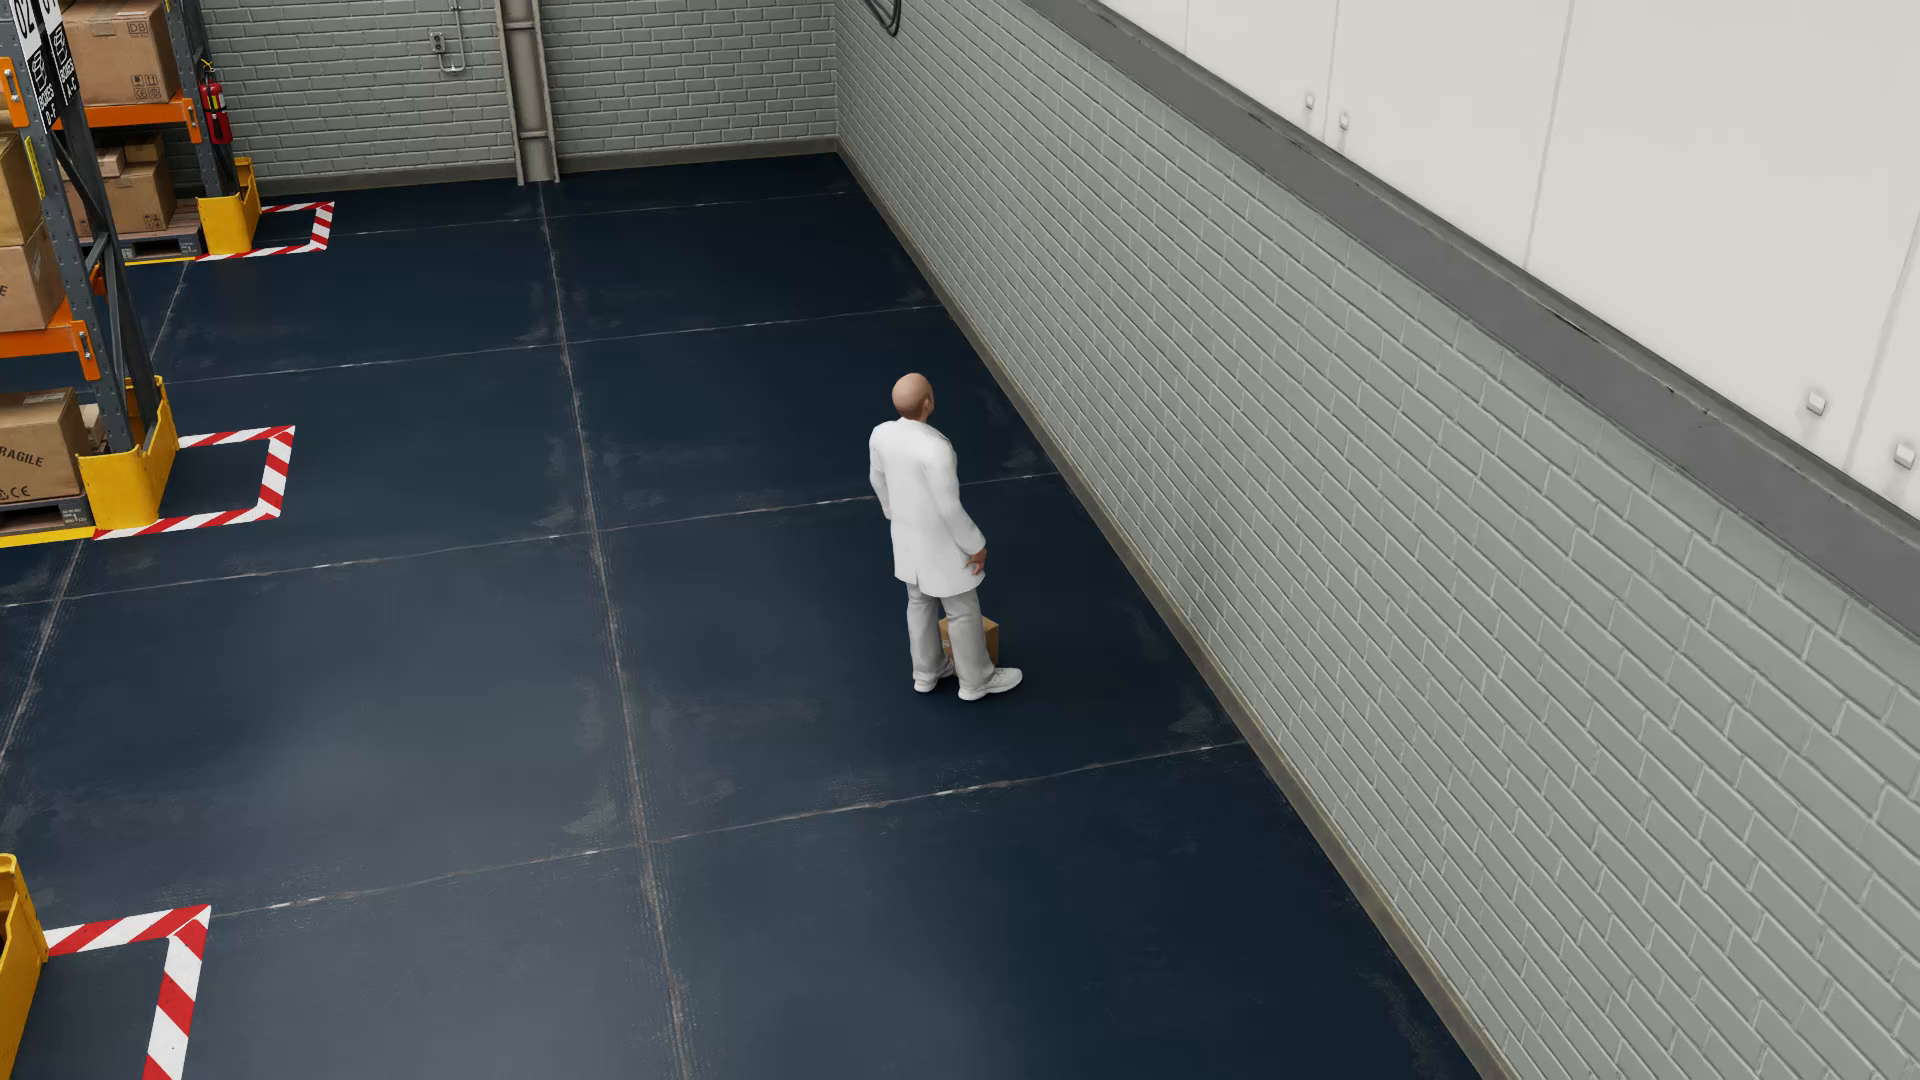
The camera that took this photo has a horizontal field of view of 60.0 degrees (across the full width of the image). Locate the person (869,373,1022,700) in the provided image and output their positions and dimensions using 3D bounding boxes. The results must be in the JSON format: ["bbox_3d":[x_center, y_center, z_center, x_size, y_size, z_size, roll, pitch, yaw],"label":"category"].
[{"bbox_3d":[-0.082,-0.041,8.315,0.582,1.775,0.694,-26,39,-37],"label":"person"}]
